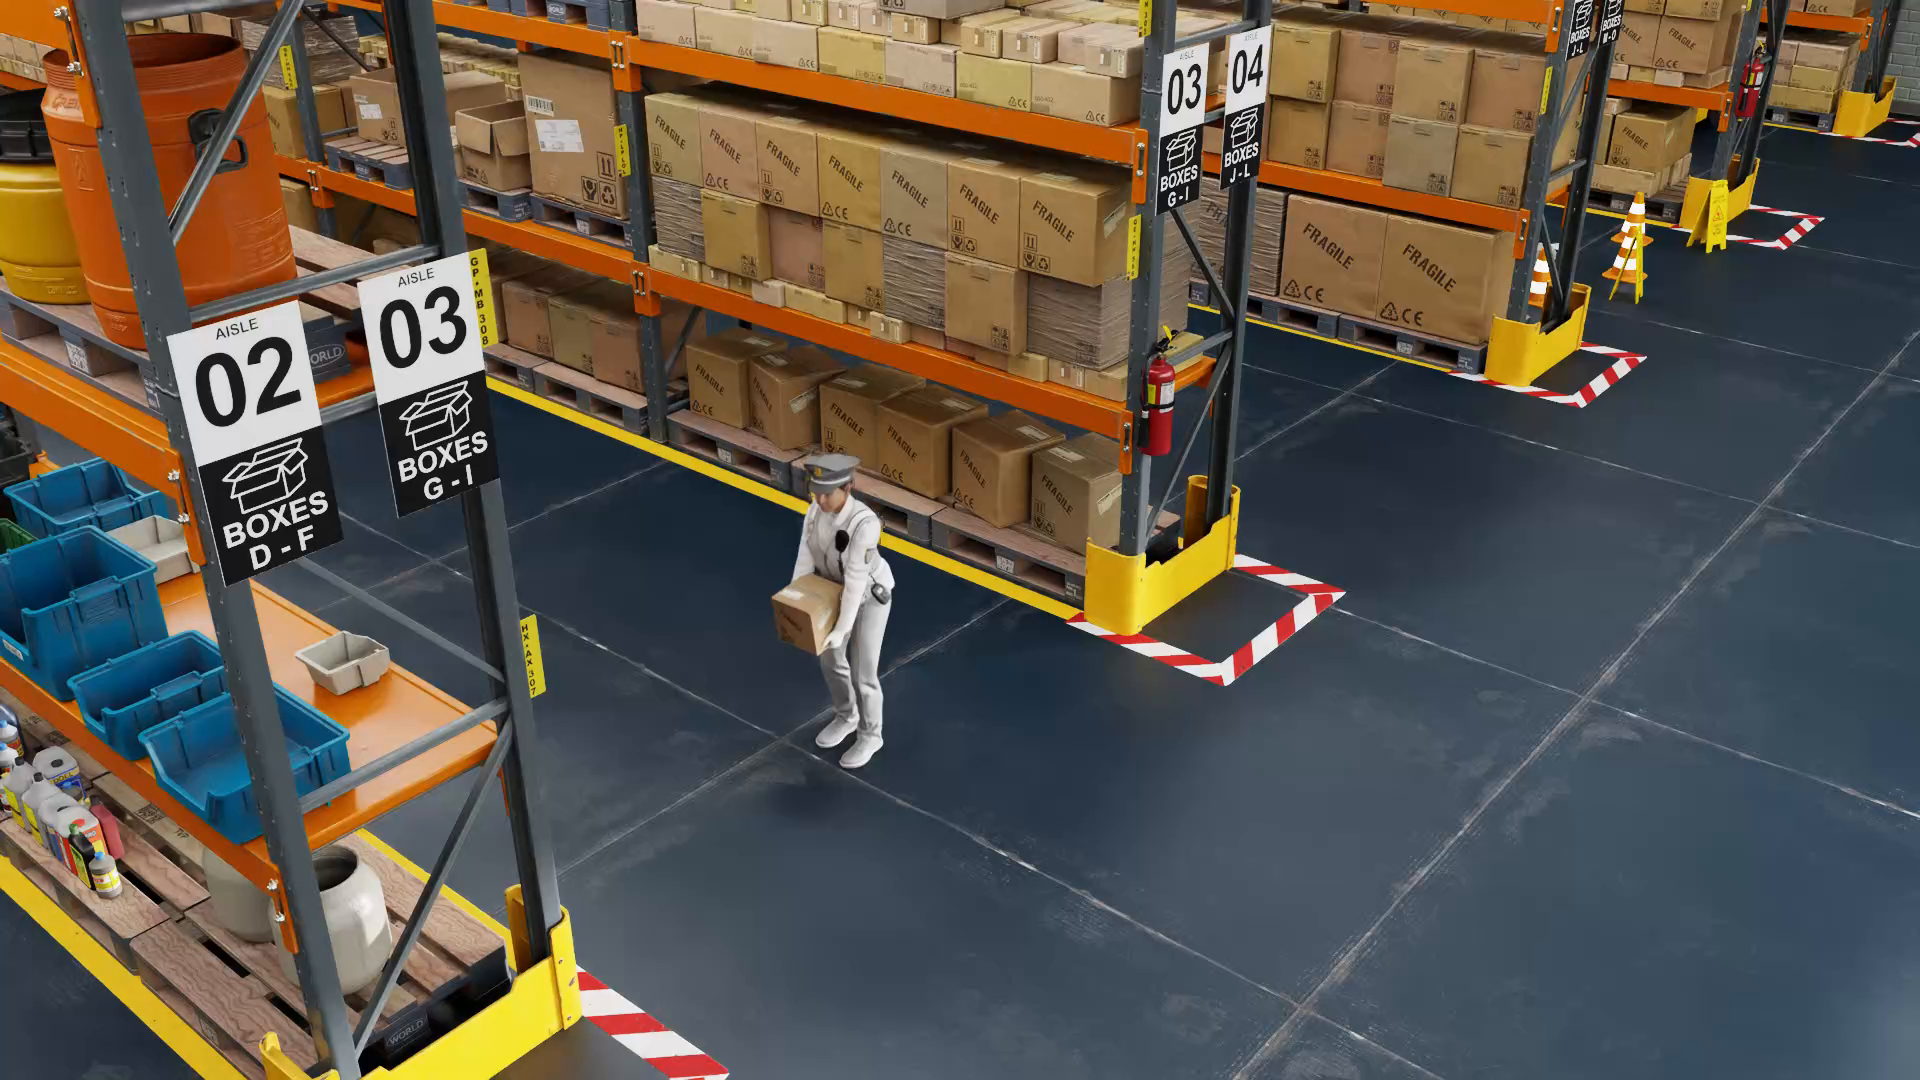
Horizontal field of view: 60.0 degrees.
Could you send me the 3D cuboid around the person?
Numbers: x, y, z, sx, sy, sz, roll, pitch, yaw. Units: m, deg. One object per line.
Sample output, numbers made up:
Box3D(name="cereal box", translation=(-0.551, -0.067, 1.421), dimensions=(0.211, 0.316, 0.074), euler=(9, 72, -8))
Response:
Box3D(name="person", translation=(-0.567, 0.336, 8.001), dimensions=(0.413, 1.648, 0.549), euler=(20, 34, 34))
